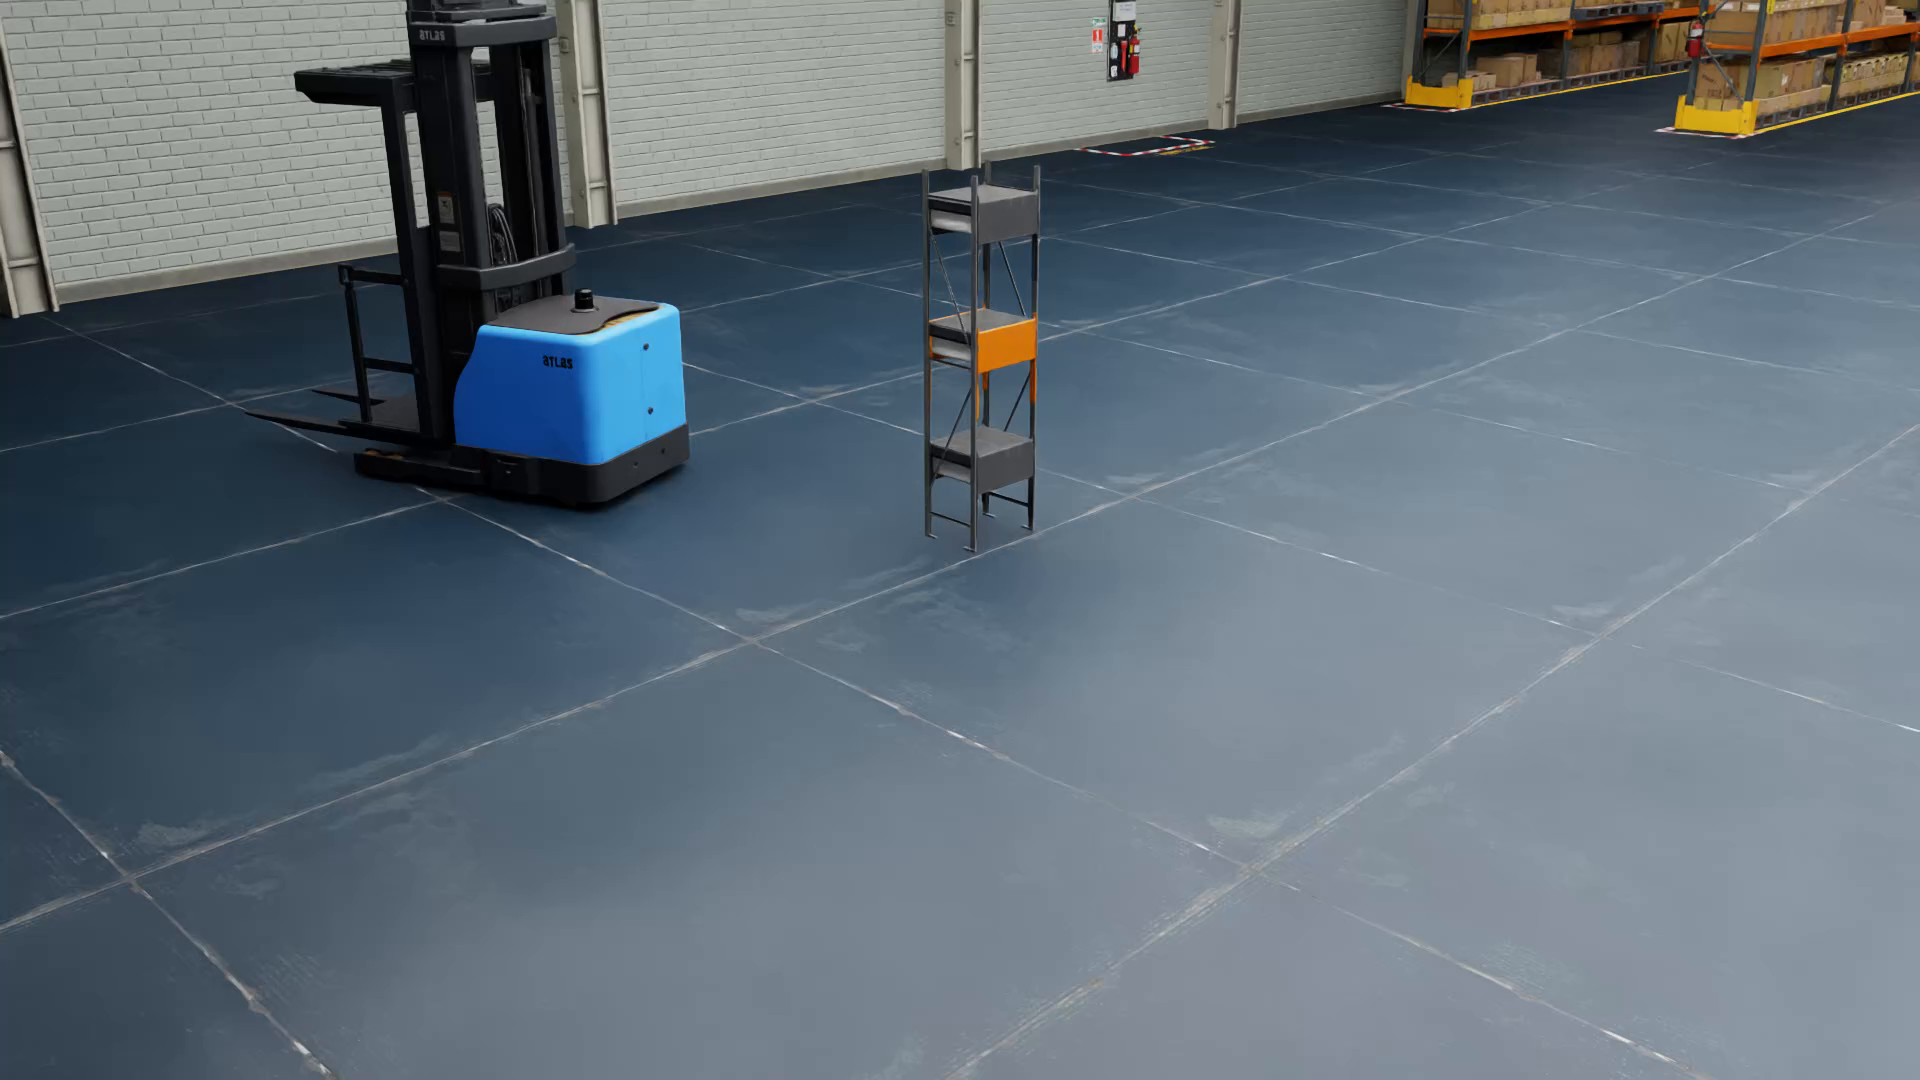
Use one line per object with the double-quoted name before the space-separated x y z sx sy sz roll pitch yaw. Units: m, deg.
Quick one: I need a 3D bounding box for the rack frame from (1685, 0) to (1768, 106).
"rack frame" 12.101 -7.978 26.151 1.000 3.000 0.127 19 28 41

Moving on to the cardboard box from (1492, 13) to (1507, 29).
"cardboard box" 9.469 -9.339 29.873 0.500 0.250 0.500 18 28 39

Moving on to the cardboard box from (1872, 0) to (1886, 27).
"cardboard box" 16.523 -9.646 30.350 0.500 0.500 0.500 17 27 38

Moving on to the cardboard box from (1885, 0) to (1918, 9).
"cardboard box" 18.040 -10.467 31.902 0.700 0.500 0.500 9 23 23

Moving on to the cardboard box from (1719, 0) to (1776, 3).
"cardboard box" 12.473 -8.761 26.239 0.700 0.500 0.500 19 28 41

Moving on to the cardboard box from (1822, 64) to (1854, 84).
"cardboard box" 15.358 -8.225 29.257 0.500 0.311 0.500 19 28 41

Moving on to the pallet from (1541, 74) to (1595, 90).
"pallet" 11.882 -9.144 33.071 1.003 0.211 1.213 19 28 41

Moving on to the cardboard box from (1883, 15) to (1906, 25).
"cardboard box" 17.252 -9.617 30.764 0.380 0.149 0.250 19 28 41

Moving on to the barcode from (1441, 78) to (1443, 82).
"barcode" 8.822 -8.432 30.452 0.001 0.075 0.075 19 28 41

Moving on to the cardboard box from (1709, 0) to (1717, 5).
"cardboard box" 16.373 -11.827 36.487 0.380 0.149 0.250 19 28 41

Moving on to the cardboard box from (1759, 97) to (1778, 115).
"cardboard box" 12.981 -7.102 27.119 0.500 0.250 0.500 19 28 41

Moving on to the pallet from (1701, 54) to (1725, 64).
"pallet" 16.436 -10.783 37.334 1.003 0.211 1.213 19 28 41

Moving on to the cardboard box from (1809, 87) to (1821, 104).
"cardboard box" 14.369 -7.619 28.463 0.500 0.250 0.500 19 28 41

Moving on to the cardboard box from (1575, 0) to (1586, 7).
"cardboard box" 11.719 -10.620 32.270 0.700 0.500 0.500 19 28 41

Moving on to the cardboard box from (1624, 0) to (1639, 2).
"cardboard box" 13.439 -11.252 33.915 0.700 0.500 0.500 16 26 36

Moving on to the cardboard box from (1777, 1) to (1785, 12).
"cardboard box" 12.886 -8.507 26.483 0.380 0.149 0.250 19 28 41

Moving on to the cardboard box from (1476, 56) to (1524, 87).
"cardboard box" 10.041 -8.734 30.987 0.700 0.500 0.500 17 27 37

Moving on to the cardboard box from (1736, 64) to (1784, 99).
"cardboard box" 12.982 -7.452 26.983 0.500 0.500 0.500 19 28 41

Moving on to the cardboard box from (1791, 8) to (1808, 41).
"cardboard box" 13.514 -8.540 27.474 0.500 0.500 0.700 -19 28 -40

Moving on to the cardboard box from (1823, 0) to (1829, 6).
"cardboard box" 14.318 -9.034 27.853 0.380 0.149 0.250 19 28 41

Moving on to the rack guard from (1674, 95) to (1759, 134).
"rack guard" 12.084 -6.805 26.583 1.175 0.500 0.348 19 28 41

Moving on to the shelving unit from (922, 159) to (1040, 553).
"shelving unit" 0.115 -1.023 9.309 0.431 2.100 0.503 19 28 41

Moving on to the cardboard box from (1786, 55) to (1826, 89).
"cardboard box" 14.367 -7.969 28.330 0.500 0.500 0.500 19 28 41

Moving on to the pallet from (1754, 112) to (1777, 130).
"pallet" 12.604 -6.884 27.190 1.003 0.211 1.213 19 28 41

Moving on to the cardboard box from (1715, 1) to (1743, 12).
"cardboard box" 12.231 -8.474 26.396 0.380 0.149 0.250 19 28 40

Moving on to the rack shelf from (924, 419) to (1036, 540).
"rack shelf" 0.115 -0.357 9.565 0.431 0.518 0.480 19 28 41

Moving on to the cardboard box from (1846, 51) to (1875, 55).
"cardboard box" 17.106 -9.148 31.659 0.500 0.311 0.500 -19 28 -40

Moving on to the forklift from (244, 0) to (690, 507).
"forklift" -3.307 -1.906 10.448 3.031 2.935 1.130 9 23 23

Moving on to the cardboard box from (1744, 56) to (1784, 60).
"cardboard box" 13.646 -7.971 28.334 0.500 0.500 0.500 19 28 41

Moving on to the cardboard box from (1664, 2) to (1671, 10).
"cardboard box" 14.708 -11.255 34.998 0.250 0.149 0.380 -20 29 -41

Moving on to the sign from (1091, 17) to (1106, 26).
"sign" 2.031 -7.592 24.358 0.001 0.109 0.331 19 28 41

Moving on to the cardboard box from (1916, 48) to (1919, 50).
"cardboard box" 18.919 -9.382 32.675 0.500 0.500 0.500 19 28 40

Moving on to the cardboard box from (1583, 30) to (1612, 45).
"cardboard box" 12.867 -10.200 33.756 0.500 0.250 0.500 19 28 40

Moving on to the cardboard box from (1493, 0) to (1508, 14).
"cardboard box" 9.449 -9.678 29.710 0.500 0.500 0.500 19 28 41

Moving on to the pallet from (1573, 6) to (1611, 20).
"pallet" 11.977 -10.316 32.500 1.003 0.211 1.213 19 28 41

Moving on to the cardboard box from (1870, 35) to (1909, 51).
"cardboard box" 18.202 -9.738 32.555 0.500 0.250 0.500 -19 28 -40

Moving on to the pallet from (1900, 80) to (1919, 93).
"pallet" 18.230 -8.915 32.476 1.003 0.211 1.213 19 28 41

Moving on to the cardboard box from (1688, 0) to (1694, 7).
"cardboard box" 15.588 -11.589 35.868 0.380 0.149 0.250 19 28 41

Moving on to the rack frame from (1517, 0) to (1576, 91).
"rack frame" 11.339 -10.245 32.049 1.000 3.000 0.127 19 28 41

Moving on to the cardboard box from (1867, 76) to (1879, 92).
"cardboard box" 16.423 -8.356 30.381 0.500 0.250 0.500 -20 28 -41

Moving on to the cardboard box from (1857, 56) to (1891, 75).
"cardboard box" 16.781 -8.748 30.620 0.500 0.311 0.500 19 28 40

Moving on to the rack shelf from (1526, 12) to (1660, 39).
"rack shelf" 12.735 -10.424 33.516 1.077 0.370 4.000 19 28 41

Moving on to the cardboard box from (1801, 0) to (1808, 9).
"cardboard box" 13.602 -8.769 27.166 0.380 0.149 0.250 20 28 41

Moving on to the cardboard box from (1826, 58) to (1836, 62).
"cardboard box" 15.677 -8.620 30.285 0.500 0.311 0.500 19 28 40

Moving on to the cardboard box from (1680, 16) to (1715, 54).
"cardboard box" 16.560 -11.295 37.190 0.750 0.750 0.750 20 28 41

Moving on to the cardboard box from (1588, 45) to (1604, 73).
"cardboard box" 12.550 -9.744 33.615 0.700 0.500 0.500 20 28 41

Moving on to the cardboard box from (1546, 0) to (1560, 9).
"cardboard box" 10.887 -10.206 31.083 0.500 0.500 0.500 19 28 40

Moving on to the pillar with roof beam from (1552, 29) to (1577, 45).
"pillar with roof beam" 15.688 -12.879 30.538 9.100 9.000 0.400 19 28 41

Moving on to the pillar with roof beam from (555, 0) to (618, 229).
"pillar with roof beam" -1.055 -6.709 14.488 9.100 9.000 0.400 19 28 41

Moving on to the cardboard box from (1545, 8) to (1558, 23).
"cardboard box" 10.873 -9.861 31.230 0.500 0.250 0.500 19 28 41
